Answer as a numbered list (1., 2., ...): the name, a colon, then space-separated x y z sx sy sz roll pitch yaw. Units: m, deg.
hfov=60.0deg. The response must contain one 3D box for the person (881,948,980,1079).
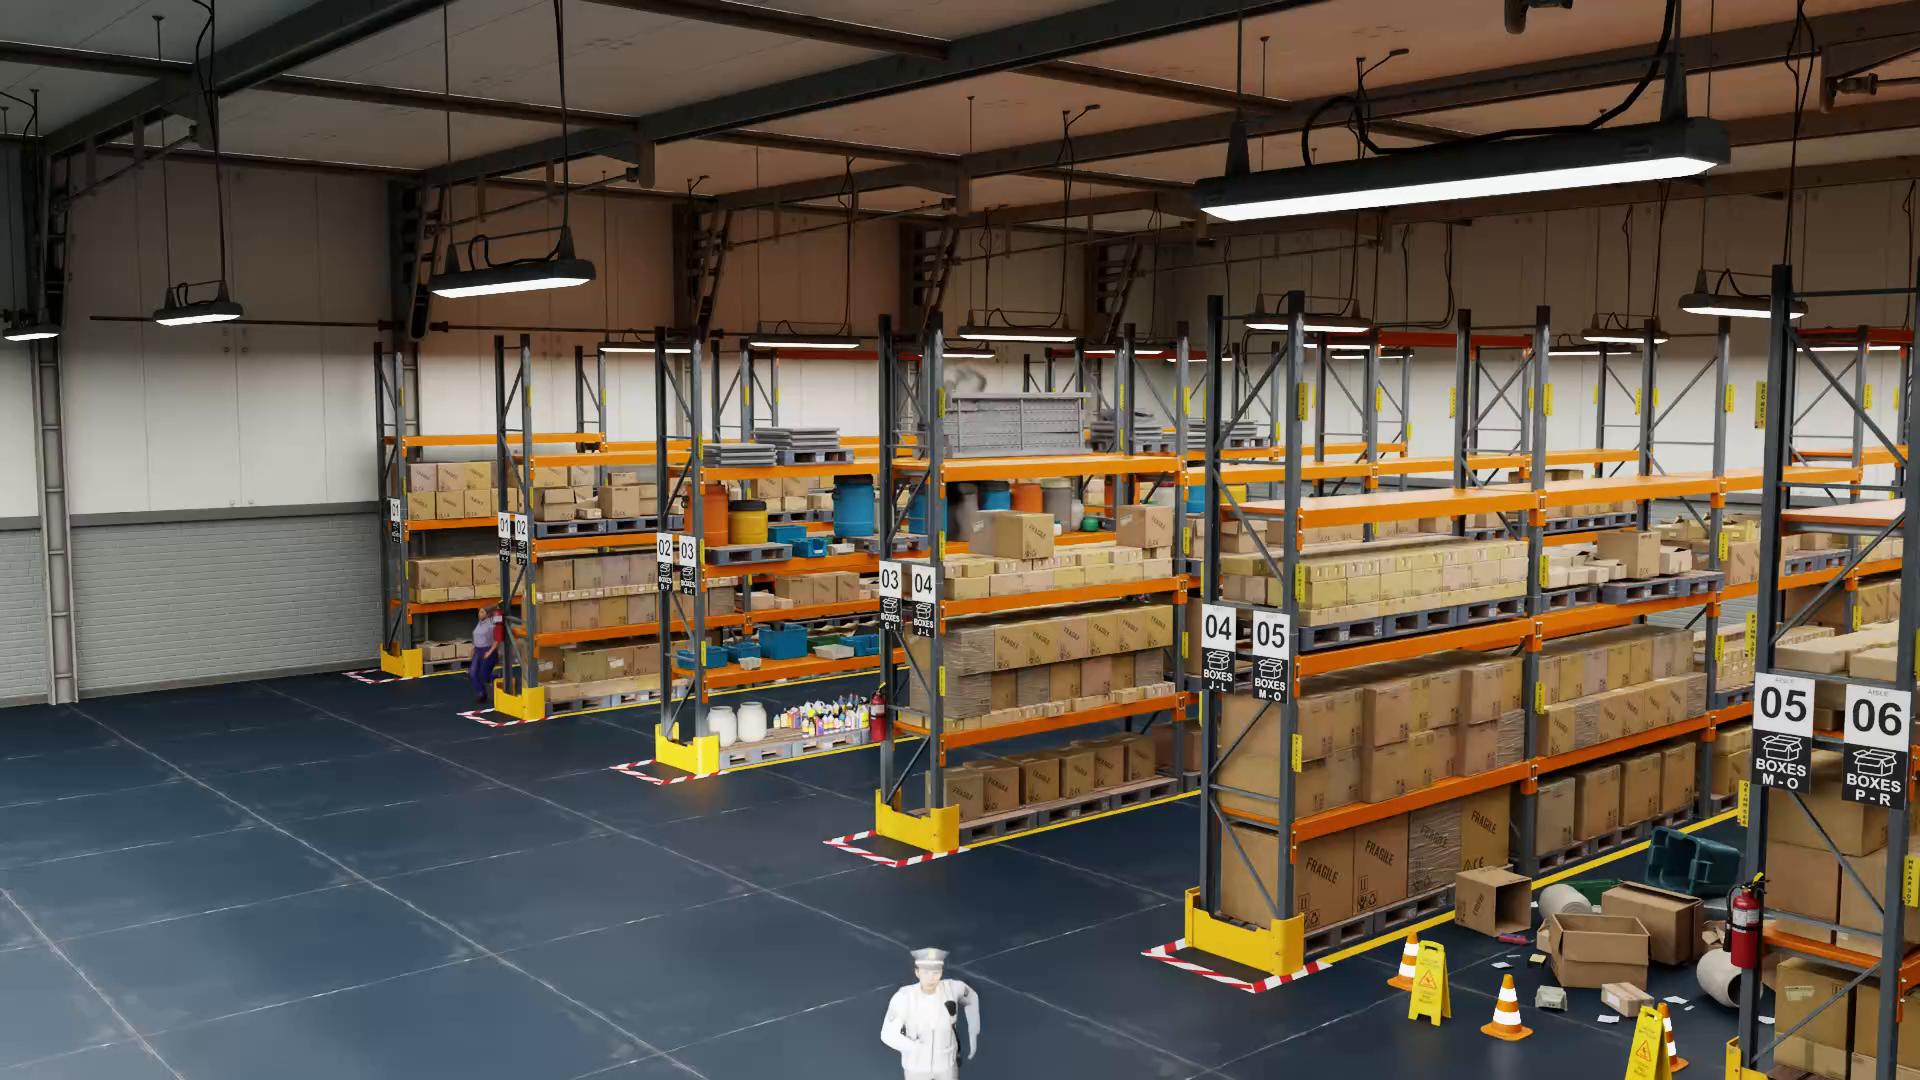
1. person: -0.184 3.372 10.584 0.638 1.731 0.839 0 5 -4

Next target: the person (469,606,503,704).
1. person: -7.783 1.875 27.482 0.640 1.606 0.629 4 7 39
